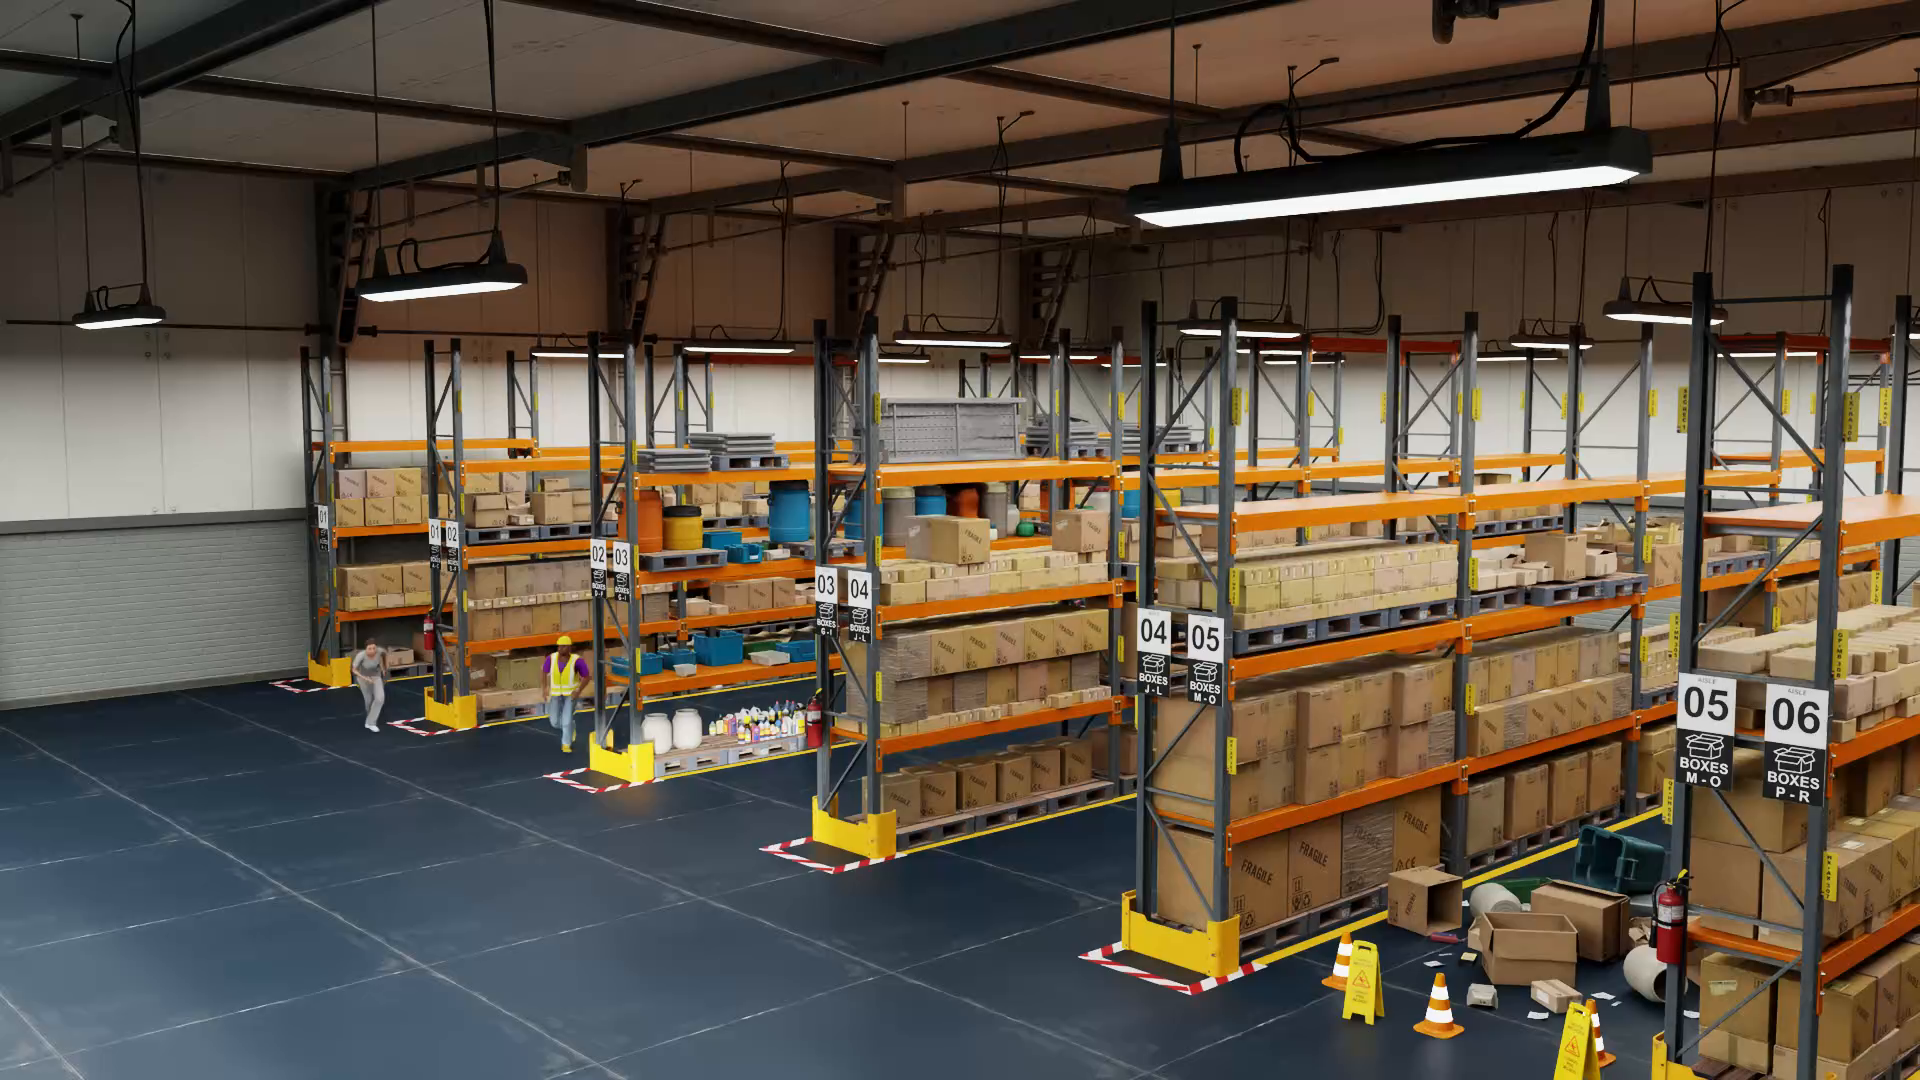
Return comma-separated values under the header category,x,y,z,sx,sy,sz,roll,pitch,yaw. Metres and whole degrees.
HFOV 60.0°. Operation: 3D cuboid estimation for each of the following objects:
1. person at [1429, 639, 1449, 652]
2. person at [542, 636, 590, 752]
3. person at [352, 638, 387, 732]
category,x,y,z,sx,sy,sz,roll,pitch,yaw
person,6.896,2.178,24.030,0.643,1.743,0.608,5,7,44
person,-5.692,2.182,23.974,0.708,1.632,0.515,1,5,10
person,-9.167,2.189,25.748,0.548,1.473,1.093,-3,6,-29
